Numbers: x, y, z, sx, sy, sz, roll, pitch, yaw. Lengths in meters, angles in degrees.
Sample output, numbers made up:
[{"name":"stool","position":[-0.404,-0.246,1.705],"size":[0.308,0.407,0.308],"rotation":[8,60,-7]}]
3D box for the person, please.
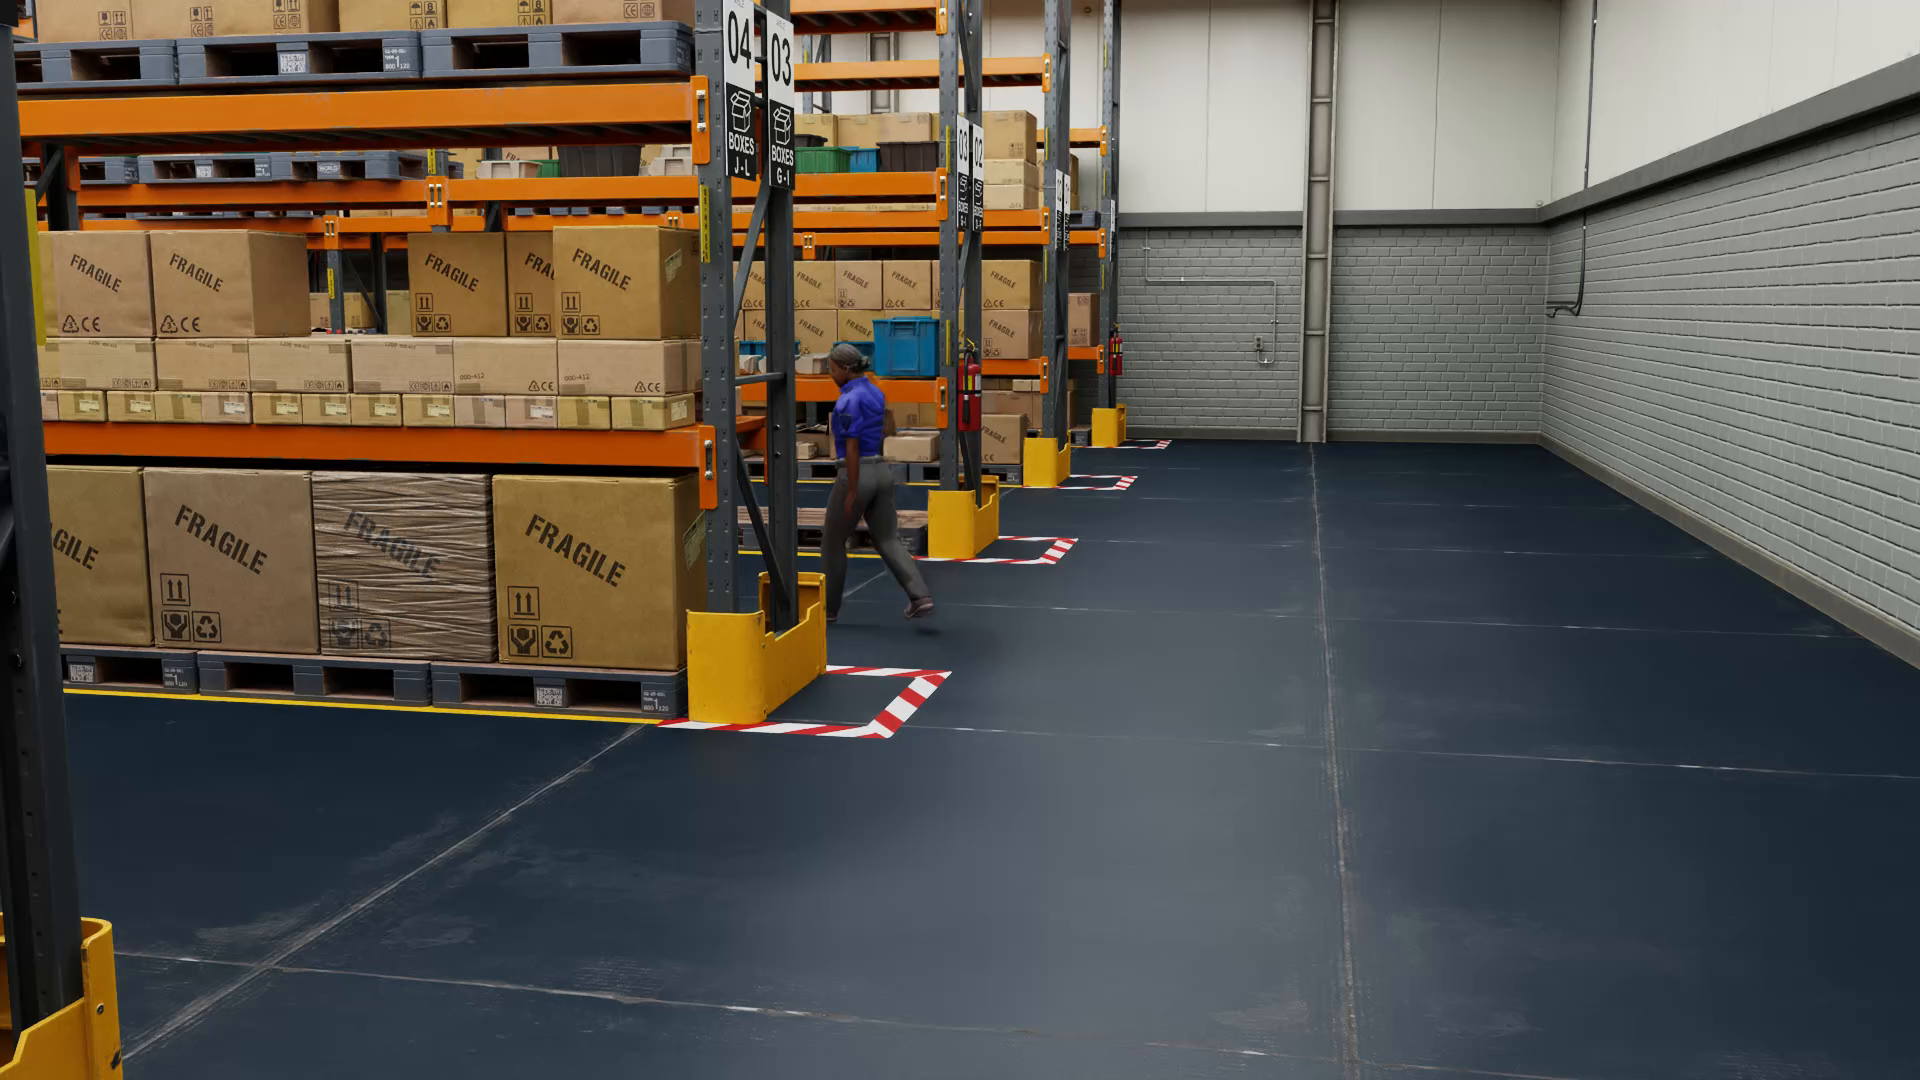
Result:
[{"name":"person","position":[-0.552,-0.319,9.549],"size":[0.902,1.617,0.481],"rotation":[5,10,33]}]
